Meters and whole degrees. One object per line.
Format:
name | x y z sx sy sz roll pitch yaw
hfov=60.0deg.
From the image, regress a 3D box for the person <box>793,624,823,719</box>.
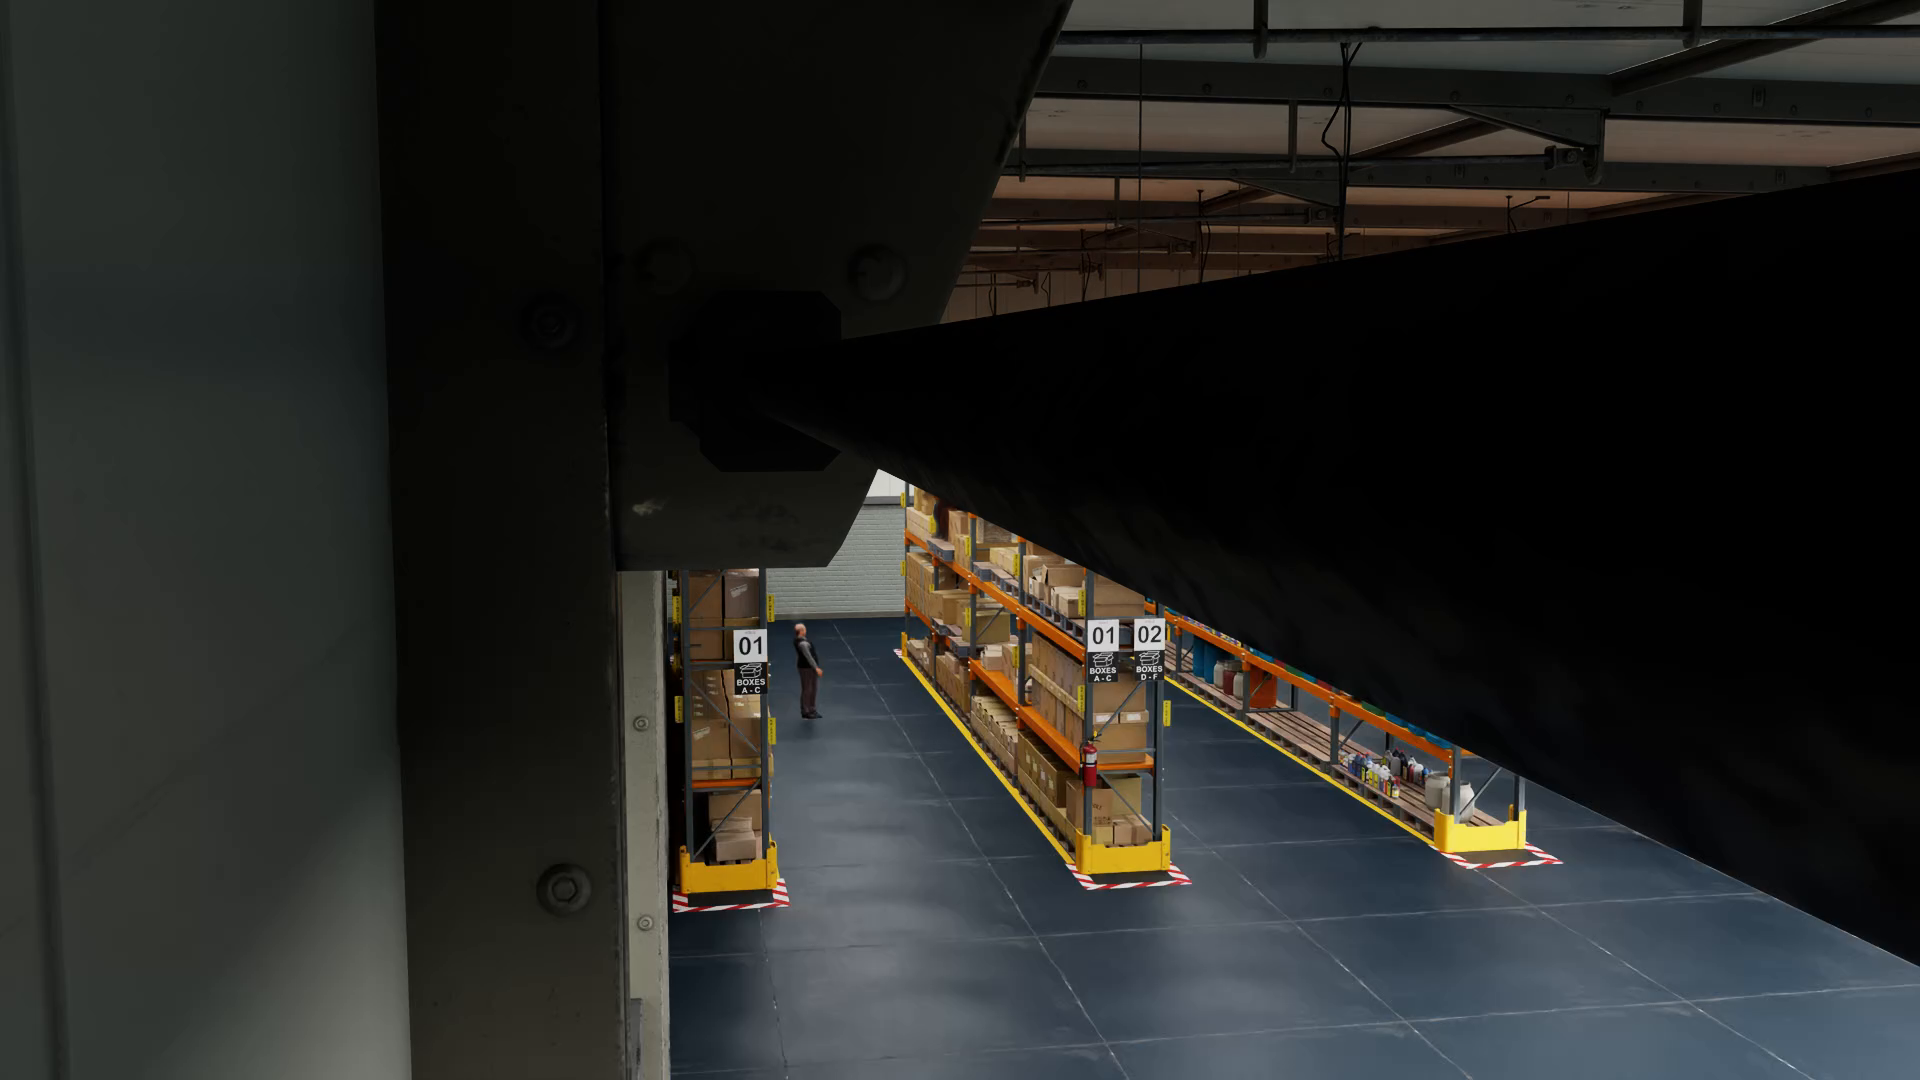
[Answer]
person | -2.708 2.360 29.801 0.599 1.751 0.566 1 6 9
